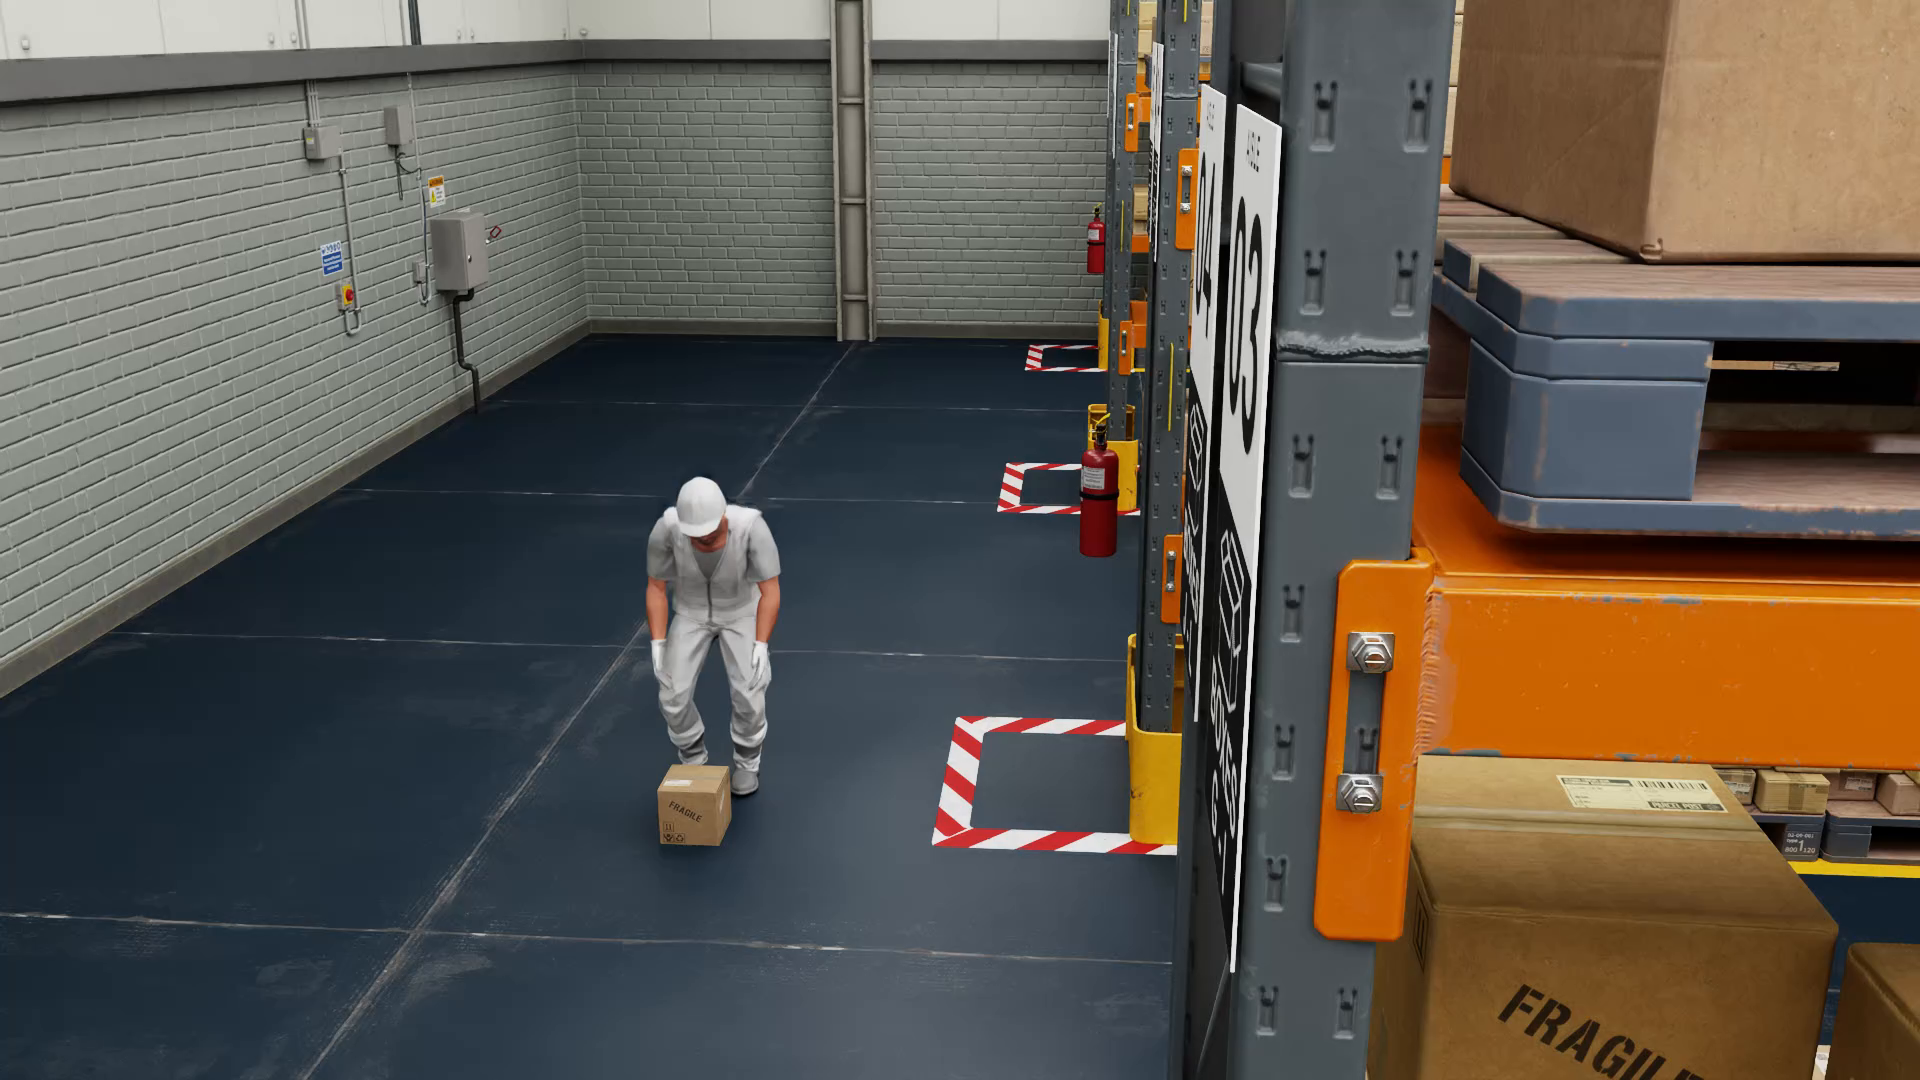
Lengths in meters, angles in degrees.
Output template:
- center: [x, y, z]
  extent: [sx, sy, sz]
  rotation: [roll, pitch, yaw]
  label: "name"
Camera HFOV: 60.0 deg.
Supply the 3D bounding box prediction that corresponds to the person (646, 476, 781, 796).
- center: [-1.049, 0.397, 7.219]
  extent: [0.581, 1.500, 0.711]
  rotation: [1, 17, 4]
  label: "person"
